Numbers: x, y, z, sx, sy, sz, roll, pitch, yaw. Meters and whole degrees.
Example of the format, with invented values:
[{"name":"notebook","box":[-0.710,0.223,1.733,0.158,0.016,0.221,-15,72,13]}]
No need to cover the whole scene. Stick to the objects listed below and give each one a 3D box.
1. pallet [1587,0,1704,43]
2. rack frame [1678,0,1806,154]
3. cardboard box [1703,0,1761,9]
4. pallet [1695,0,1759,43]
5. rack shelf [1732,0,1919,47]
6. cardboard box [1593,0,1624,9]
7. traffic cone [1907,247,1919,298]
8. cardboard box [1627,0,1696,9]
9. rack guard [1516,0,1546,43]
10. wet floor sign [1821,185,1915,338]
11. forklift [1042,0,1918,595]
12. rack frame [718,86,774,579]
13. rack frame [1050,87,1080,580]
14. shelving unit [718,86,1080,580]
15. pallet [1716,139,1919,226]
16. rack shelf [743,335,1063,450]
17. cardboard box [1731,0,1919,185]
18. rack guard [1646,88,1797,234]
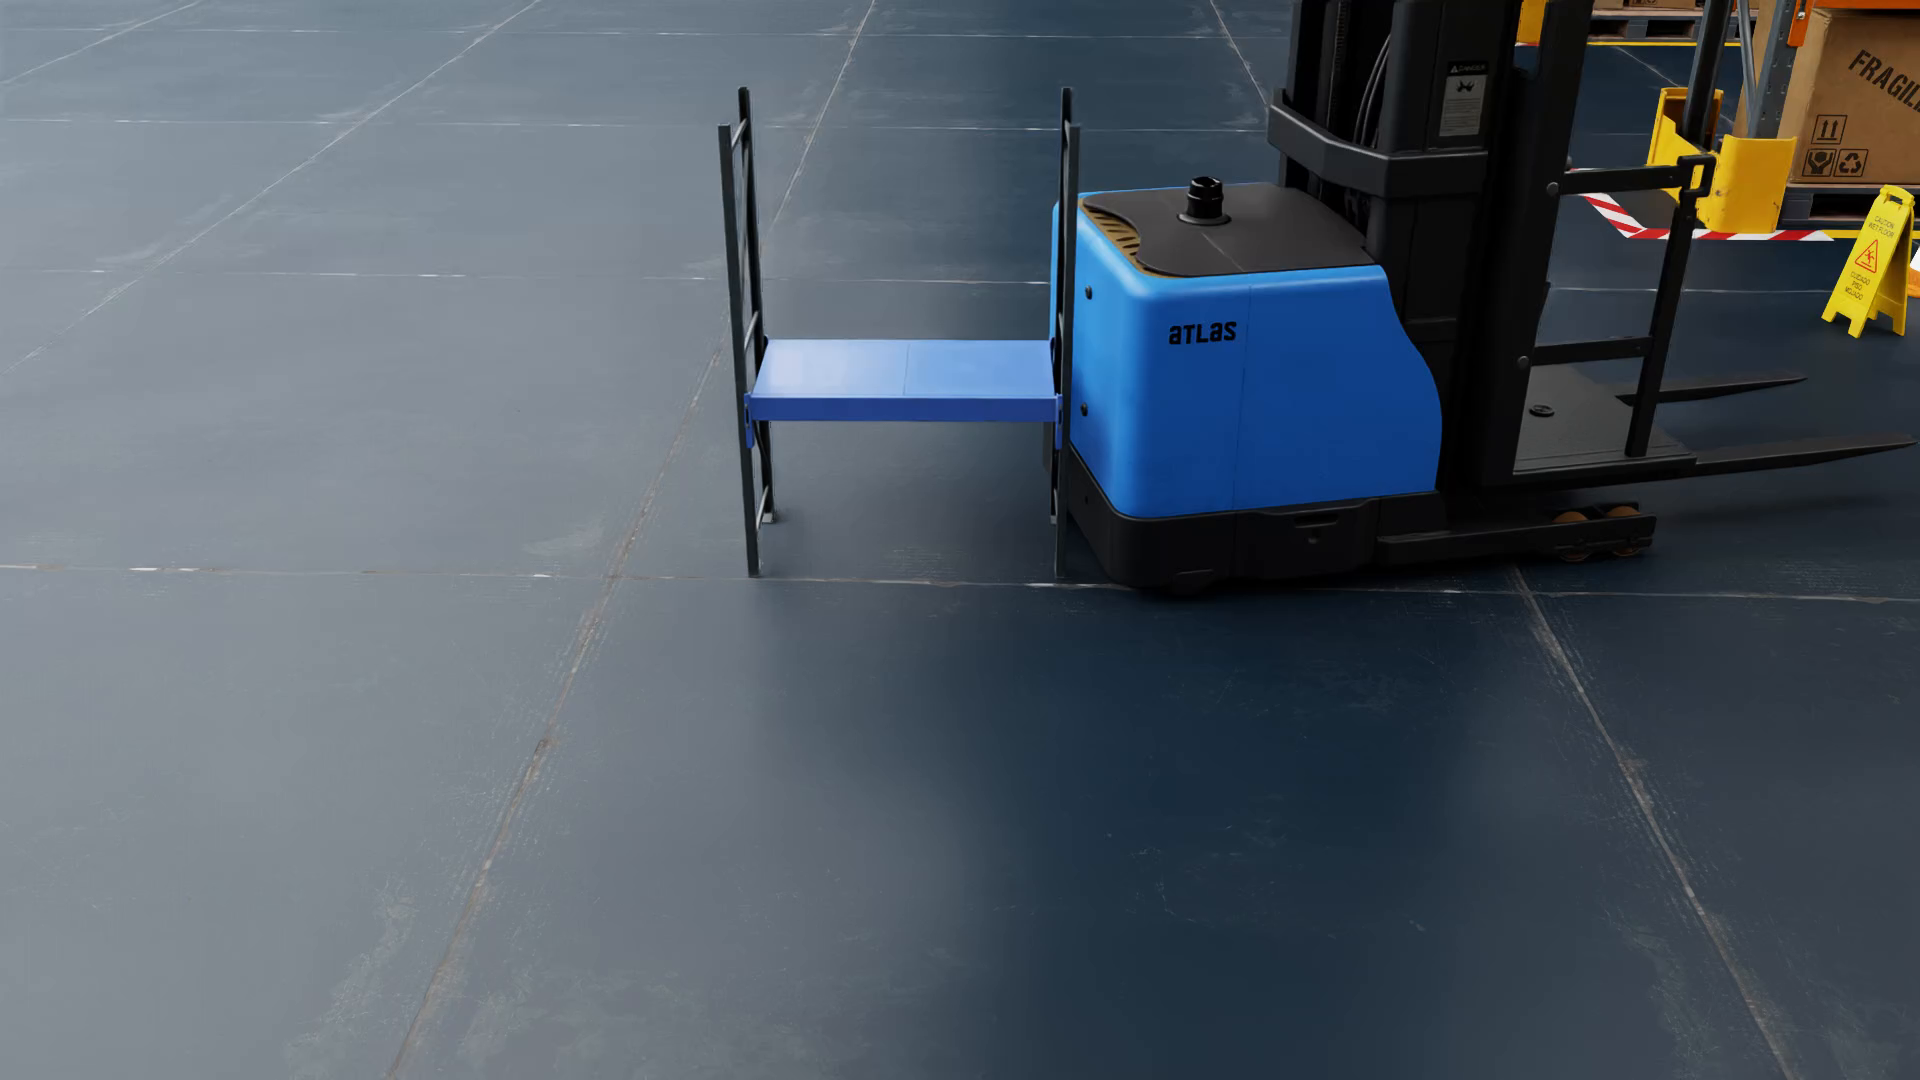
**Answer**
[{"name":"pallet","box":[5.376,-4.280,13.598,1.213,0.211,1.003,1,28,2]},{"name":"rack frame","box":[4.213,-3.223,8.627,0.127,3.000,1.000,1,28,2]},{"name":"cardboard box","box":[6.336,-4.593,13.432,0.500,0.500,0.500,4,28,7]},{"name":"pallet","box":[6.592,-4.258,13.557,1.213,0.211,1.003,1,28,2]},{"name":"rack shelf","box":[6.212,-2.872,8.733,4.000,0.370,1.077,1,28,2]},{"name":"cardboard box","box":[5.113,-4.606,13.457,0.500,0.500,0.500,6,29,11]},{"name":"traffic cone","box":[4.694,-1.429,7.951,0.334,0.463,0.336,1,28,2]},{"name":"cardboard box","box":[5.711,-4.612,13.468,0.500,0.500,0.500,8,29,15]},{"name":"rack guard","box":[4.565,-4.437,13.587,0.348,0.500,1.175,1,28,2]},{"name":"wet floor sign","box":[4.114,-1.256,7.431,0.232,0.644,0.267,-4,28,-7]},{"name":"forklift","box":[1.874,-1.457,5.369,3.031,2.935,1.130,-6,28,-11]},{"name":"rack frame","box":[-0.683,-0.652,5.379,0.032,1.500,0.500,0,28,1]},{"name":"rack frame","box":[0.334,-0.647,5.370,0.032,1.500,0.500,0,28,1]},{"name":"shelving unit","box":[-0.175,-0.650,5.374,1.048,1.500,0.538,0,28,1]},{"name":"pallet","box":[5.015,-2.014,9.325,1.213,0.211,1.003,1,28,2]},{"name":"rack shelf","box":[-0.175,-0.491,5.459,1.000,0.185,0.538,0,28,1]},{"name":"cardboard box","box":[4.893,-2.490,9.064,0.875,0.875,0.875,1,28,2]},{"name":"rack guard","box":[4.189,-2.119,9.213,0.348,0.500,1.175,1,28,2]}]
